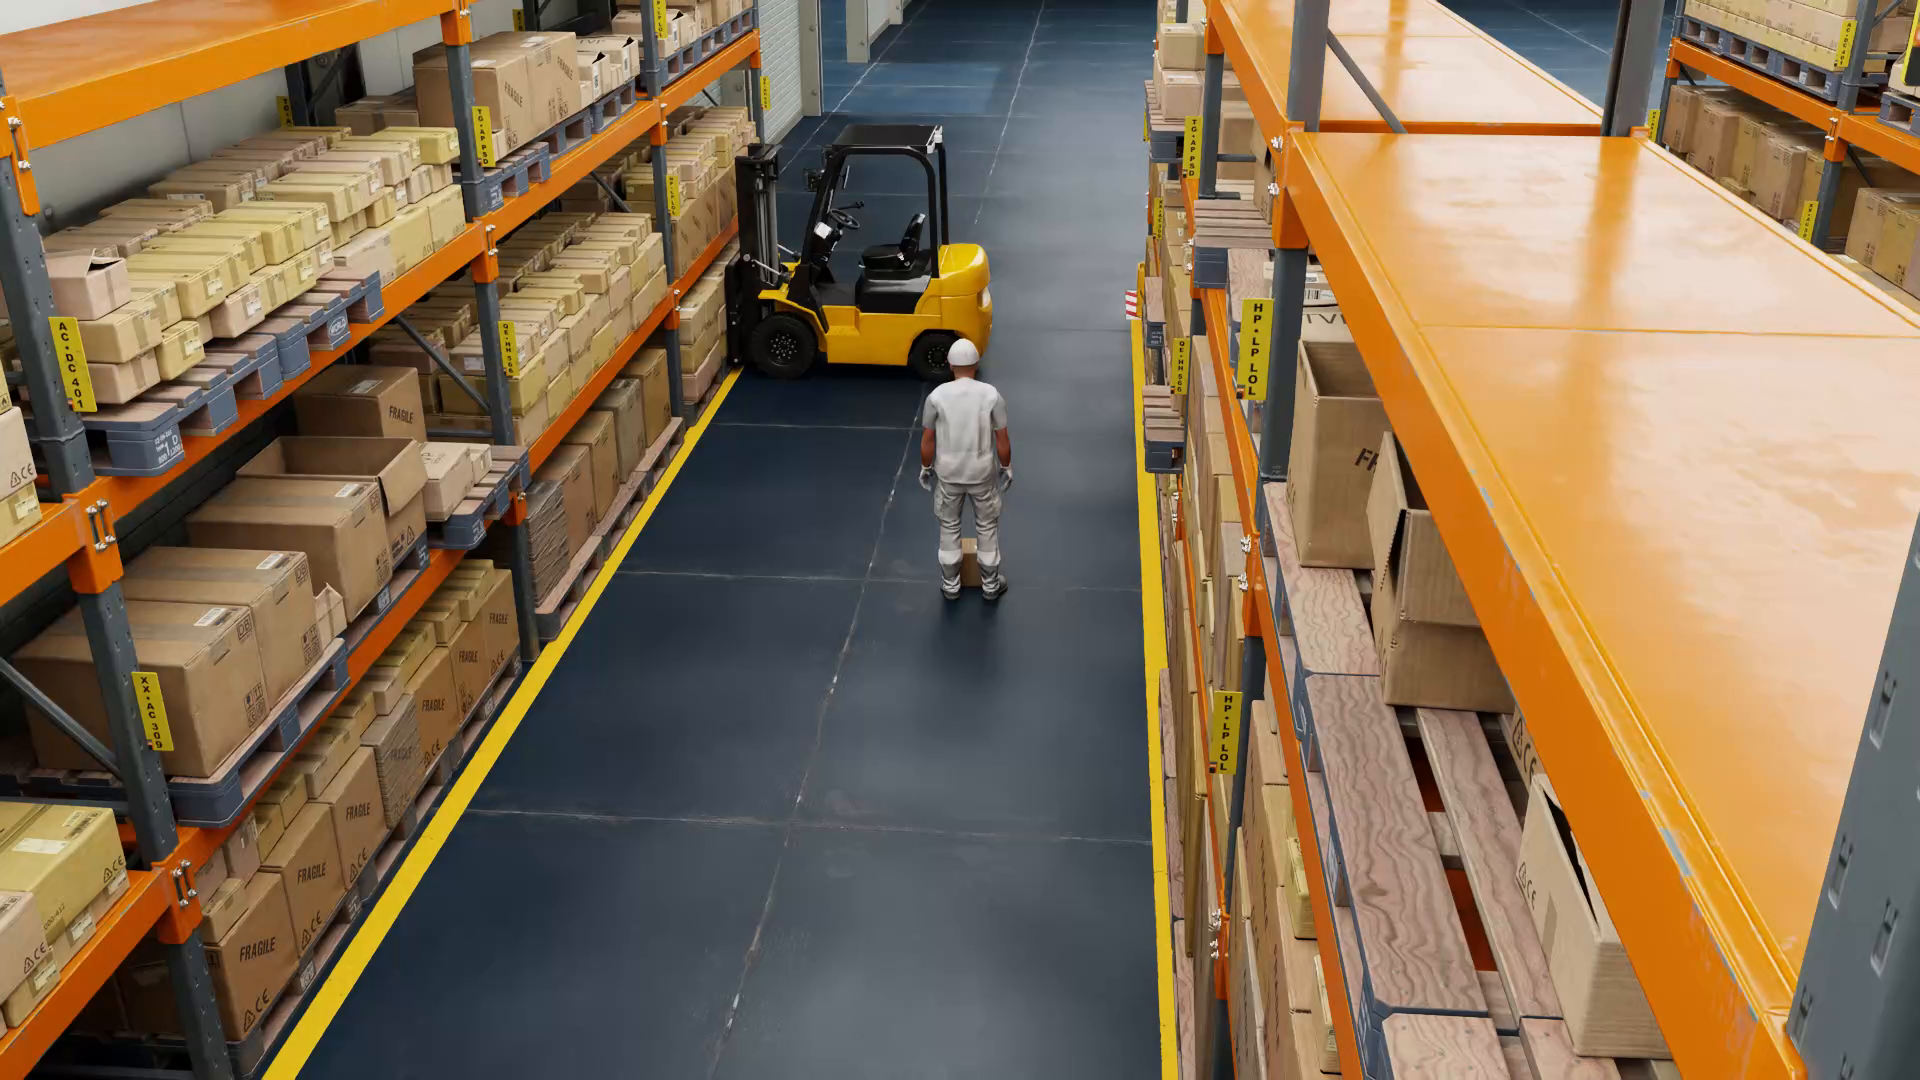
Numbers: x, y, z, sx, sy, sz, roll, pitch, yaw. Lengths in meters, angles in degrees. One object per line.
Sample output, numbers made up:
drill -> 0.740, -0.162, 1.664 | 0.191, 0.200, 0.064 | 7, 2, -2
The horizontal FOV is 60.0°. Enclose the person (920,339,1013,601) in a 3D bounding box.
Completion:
person -> 0.041, -0.451, 10.994 | 0.622, 1.779, 0.452 | 1, 24, 3
